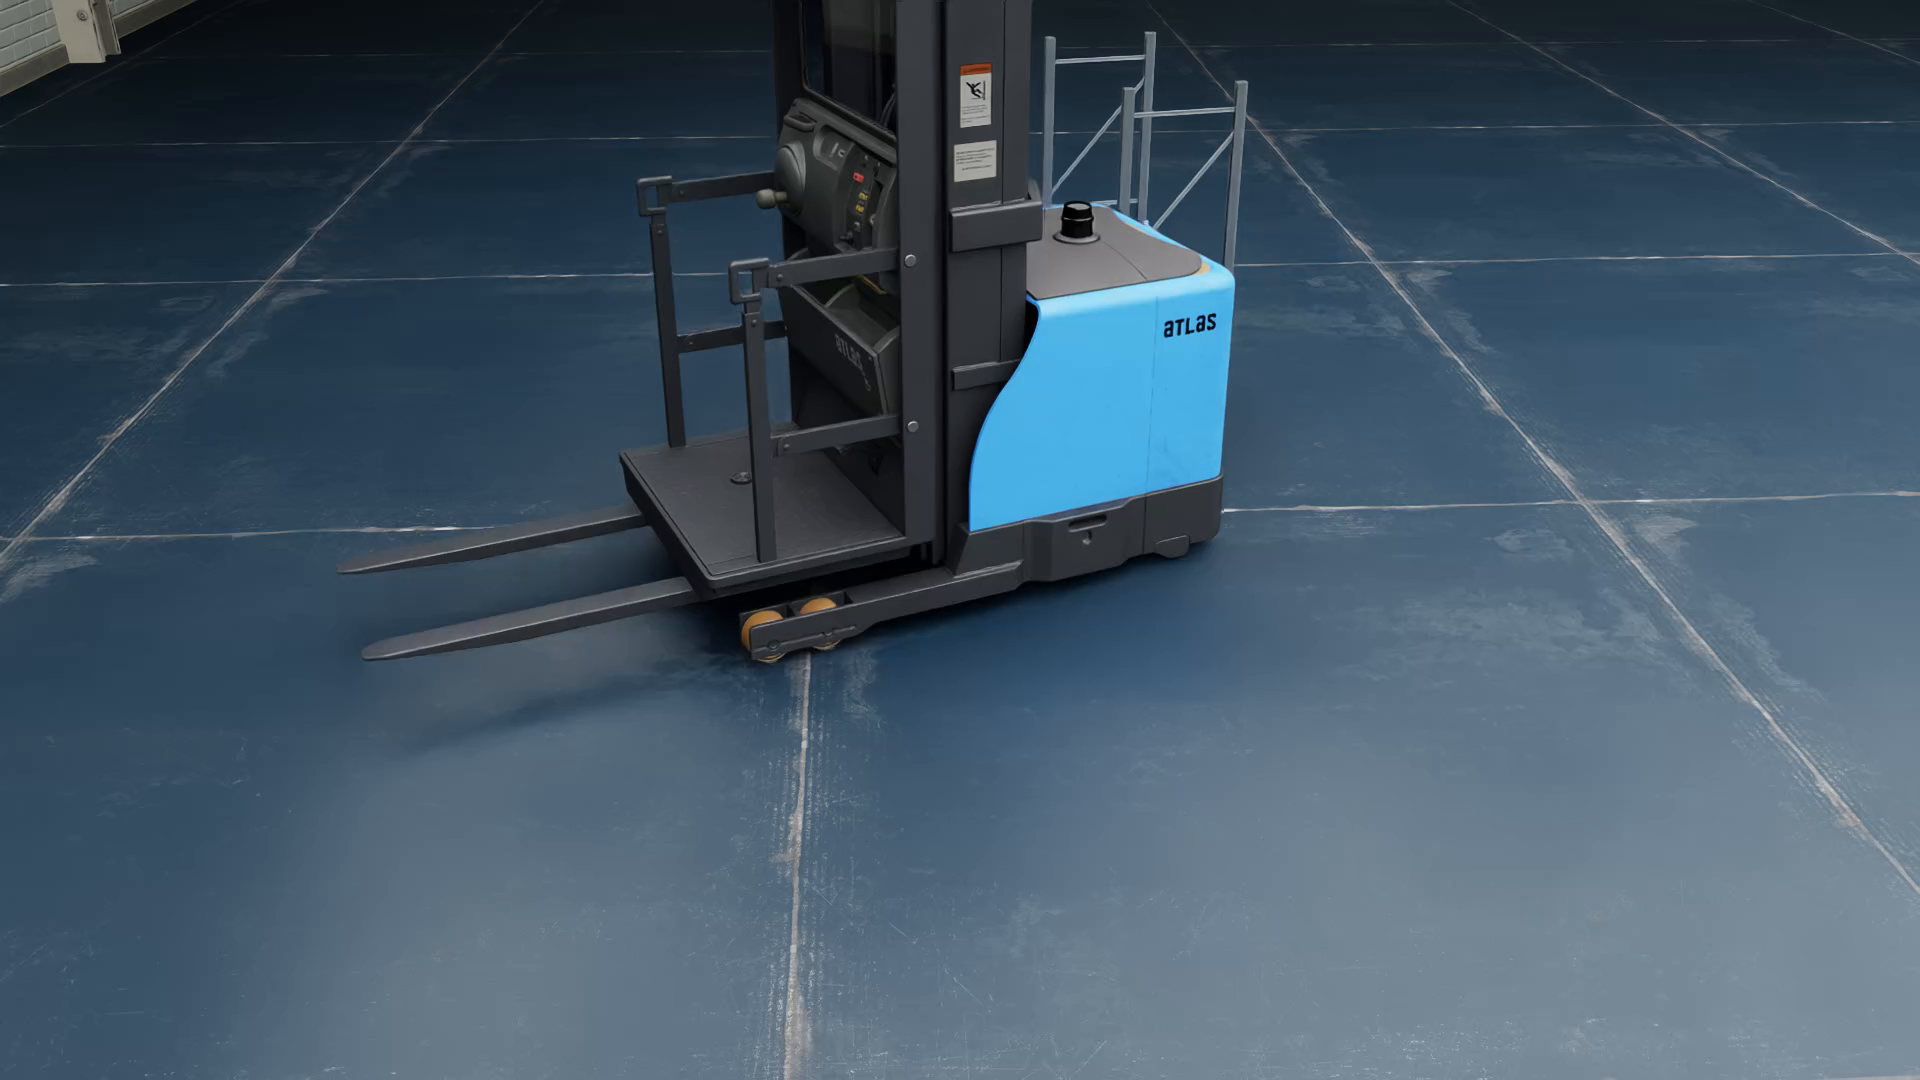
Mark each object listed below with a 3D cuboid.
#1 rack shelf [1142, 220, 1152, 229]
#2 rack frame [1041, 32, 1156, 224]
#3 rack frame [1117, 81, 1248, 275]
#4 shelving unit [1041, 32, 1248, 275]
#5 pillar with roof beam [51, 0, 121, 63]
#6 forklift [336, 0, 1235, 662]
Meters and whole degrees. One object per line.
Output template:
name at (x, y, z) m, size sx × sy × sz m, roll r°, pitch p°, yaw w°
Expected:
rack shelf at (0.734, -1.135, 7.193) m, size 0.538 × 0.185 × 1.000 m, roll -7°, pitch 28°, yaw -13°
rack frame at (0.609, -1.522, 7.547) m, size 0.500 × 1.500 × 0.032 m, roll -7°, pitch 28°, yaw -13°
rack frame at (0.858, -1.067, 6.673) m, size 0.500 × 1.500 × 0.032 m, roll -7°, pitch 28°, yaw -13°
shelving unit at (0.734, -1.294, 7.110) m, size 0.538 × 1.500 × 1.048 m, roll -7°, pitch 28°, yaw -13°
pillar with roof beam at (-3.030, -8.174, 12.190) m, size 9.100 × 9.000 × 0.400 m, roll -1°, pitch 28°, yaw -3°
forklift at (-0.593, -1.176, 5.335) m, size 3.031 × 2.935 × 1.130 m, roll -12°, pitch 30°, yaw -22°
